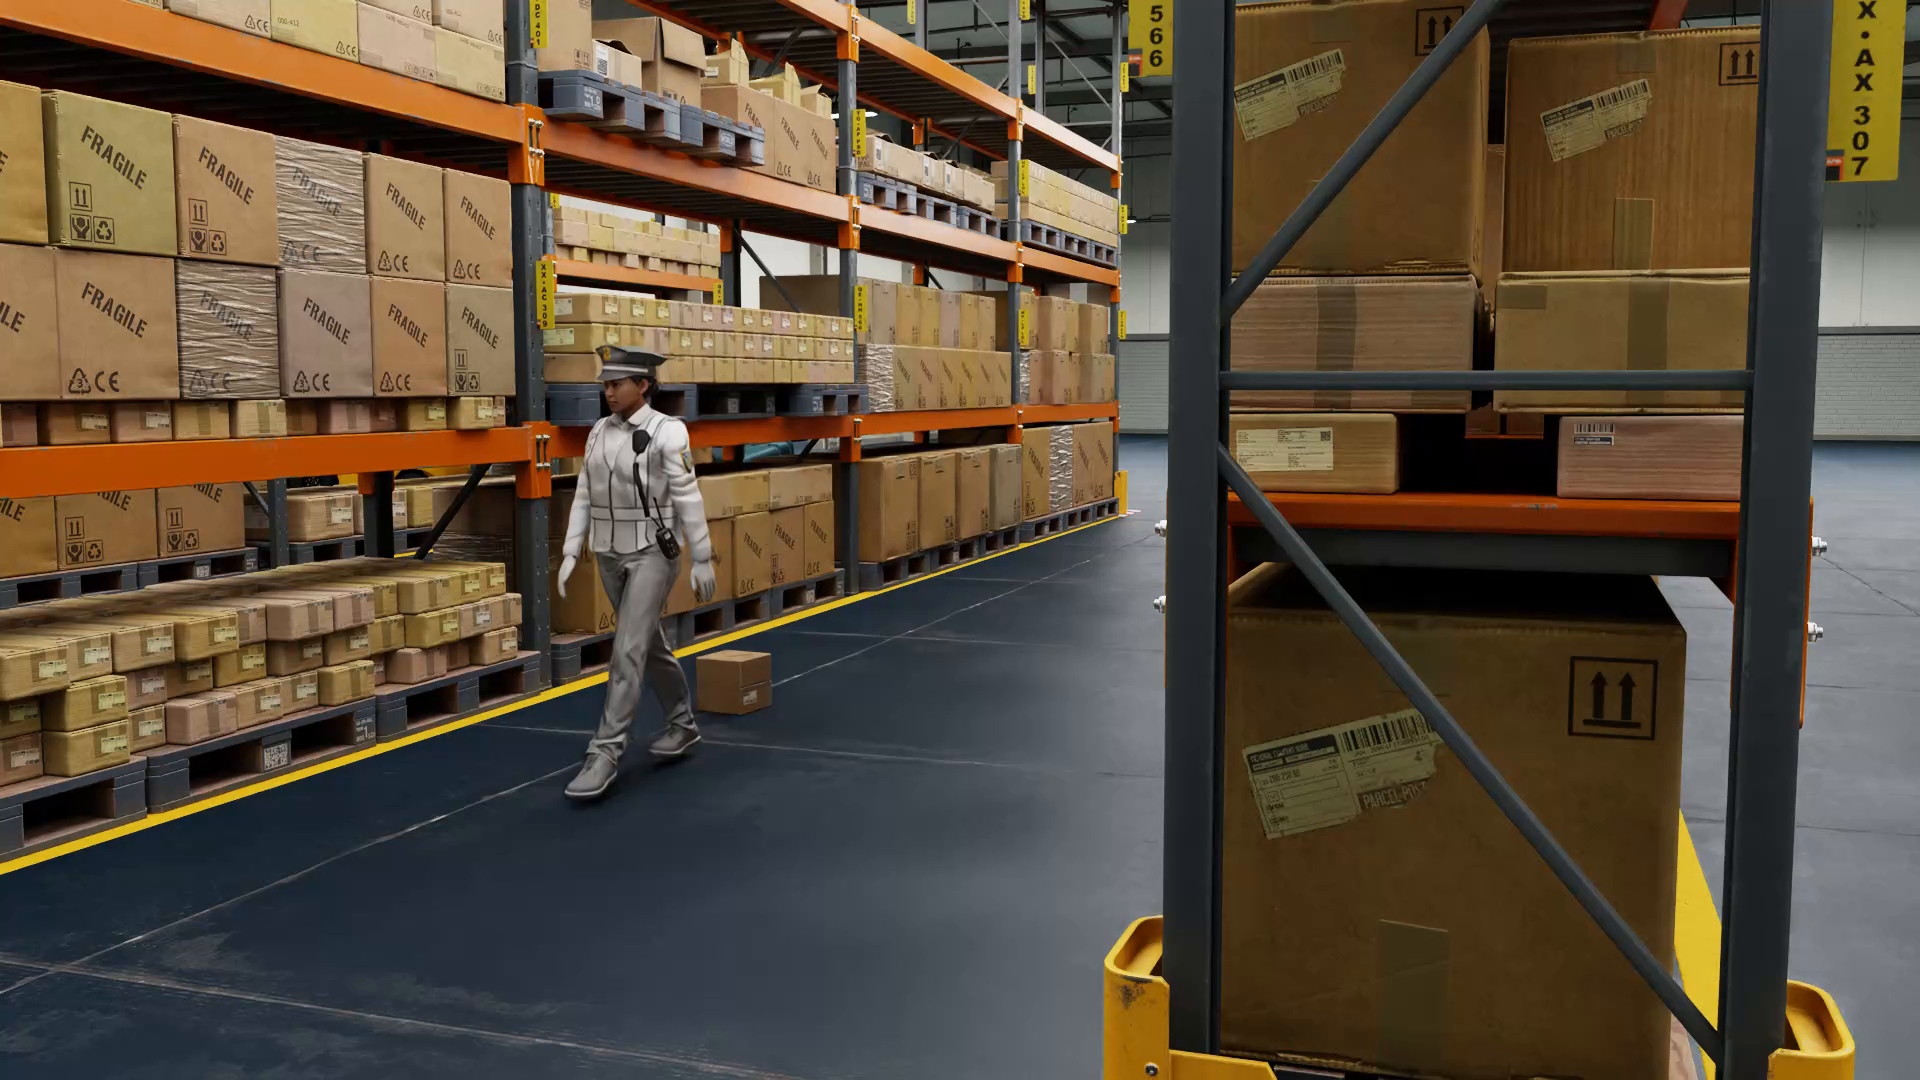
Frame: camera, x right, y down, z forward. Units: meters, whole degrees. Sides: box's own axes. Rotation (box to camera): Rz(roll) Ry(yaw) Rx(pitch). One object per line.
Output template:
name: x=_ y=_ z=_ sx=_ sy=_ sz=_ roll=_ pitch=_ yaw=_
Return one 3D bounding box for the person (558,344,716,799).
person: x=-1.290 y=0.073 z=6.302 sx=0.535 sy=1.618 sz=0.935 roll=3 pitch=6 yaw=31
